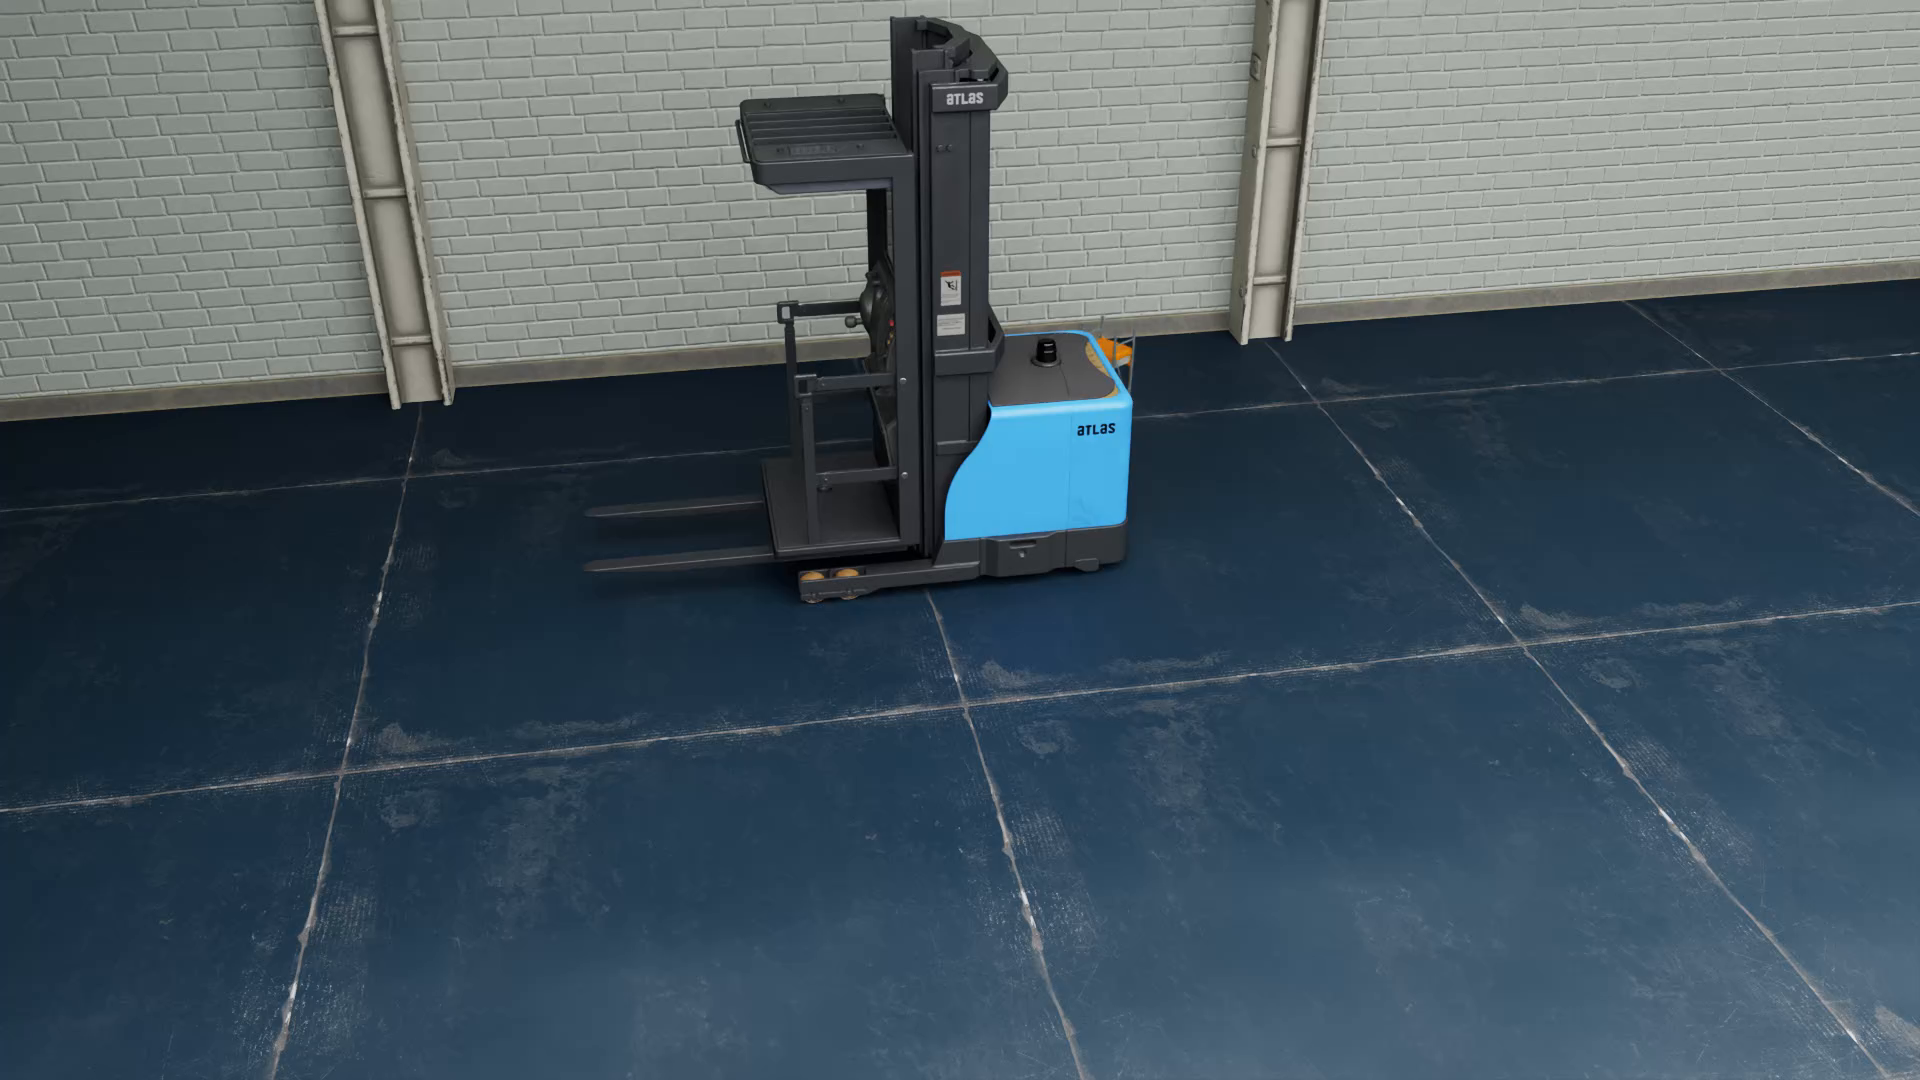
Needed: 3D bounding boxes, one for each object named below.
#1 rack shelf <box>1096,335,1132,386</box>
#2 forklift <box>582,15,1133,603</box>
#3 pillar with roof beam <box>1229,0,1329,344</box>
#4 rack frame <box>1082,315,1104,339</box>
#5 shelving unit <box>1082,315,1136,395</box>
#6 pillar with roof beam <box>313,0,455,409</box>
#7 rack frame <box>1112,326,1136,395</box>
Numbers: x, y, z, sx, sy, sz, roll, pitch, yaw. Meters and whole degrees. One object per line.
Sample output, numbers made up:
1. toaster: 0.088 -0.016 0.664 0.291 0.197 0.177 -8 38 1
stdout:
1. rack shelf: 0.875 -1.050 9.953 0.240 0.259 0.215 25 36 36
2. forklift: -0.619 -1.207 8.912 3.031 2.935 1.130 -5 31 -9
3. pillar with roof beam: 2.998 -3.261 6.418 0.400 9.000 9.100 -5 31 -9
4. rack frame: 0.778 -0.853 10.156 0.008 1.050 0.200 25 36 36
5. shelving unit: 0.867 -0.811 10.084 0.252 1.050 0.215 25 36 36
6. pillar with roof beam: -2.904 -2.713 5.486 0.400 9.000 9.100 -5 31 -9
7. rack frame: 0.956 -0.768 10.012 0.008 1.050 0.200 25 36 36
